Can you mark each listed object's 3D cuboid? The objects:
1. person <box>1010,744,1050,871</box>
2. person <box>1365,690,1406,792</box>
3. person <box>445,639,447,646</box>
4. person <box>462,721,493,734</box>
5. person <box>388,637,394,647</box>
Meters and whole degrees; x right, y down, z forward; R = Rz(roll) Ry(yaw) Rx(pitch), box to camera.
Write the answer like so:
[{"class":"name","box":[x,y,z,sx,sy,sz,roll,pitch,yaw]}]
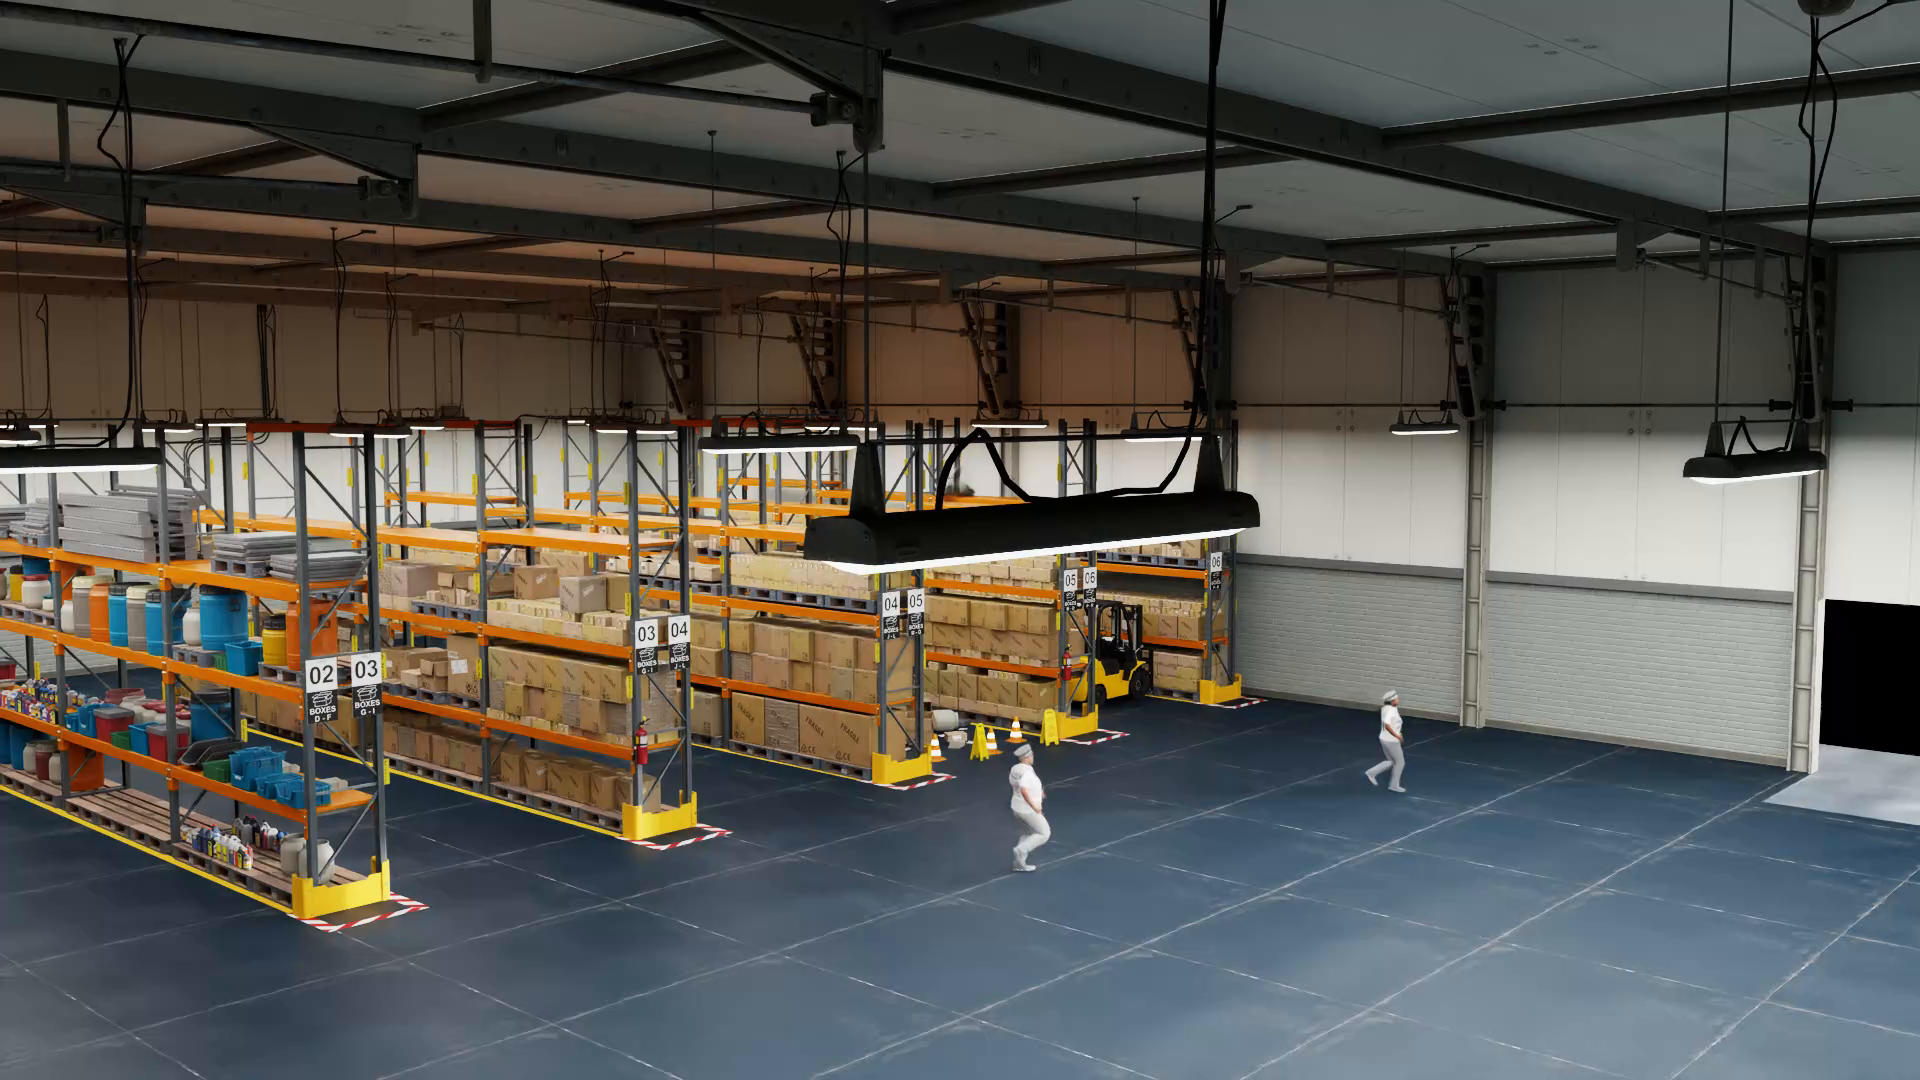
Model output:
[{"class":"person","box":[0.941,3.623,22.506,0.591,1.739,0.658,-2,5,-25]},{"class":"person","box":[6.979,3.283,27.149,0.659,1.685,0.587,0,5,1]},{"class":"person","box":[-12.546,2.173,41.223,0.563,1.617,0.576,-5,6,-44]},{"class":"person","box":[-9.125,2.883,31.384,0.801,1.822,0.641,3,6,35]},{"class":"person","box":[-11.379,2.772,33.396,0.552,1.648,0.597,4,6,38]}]
